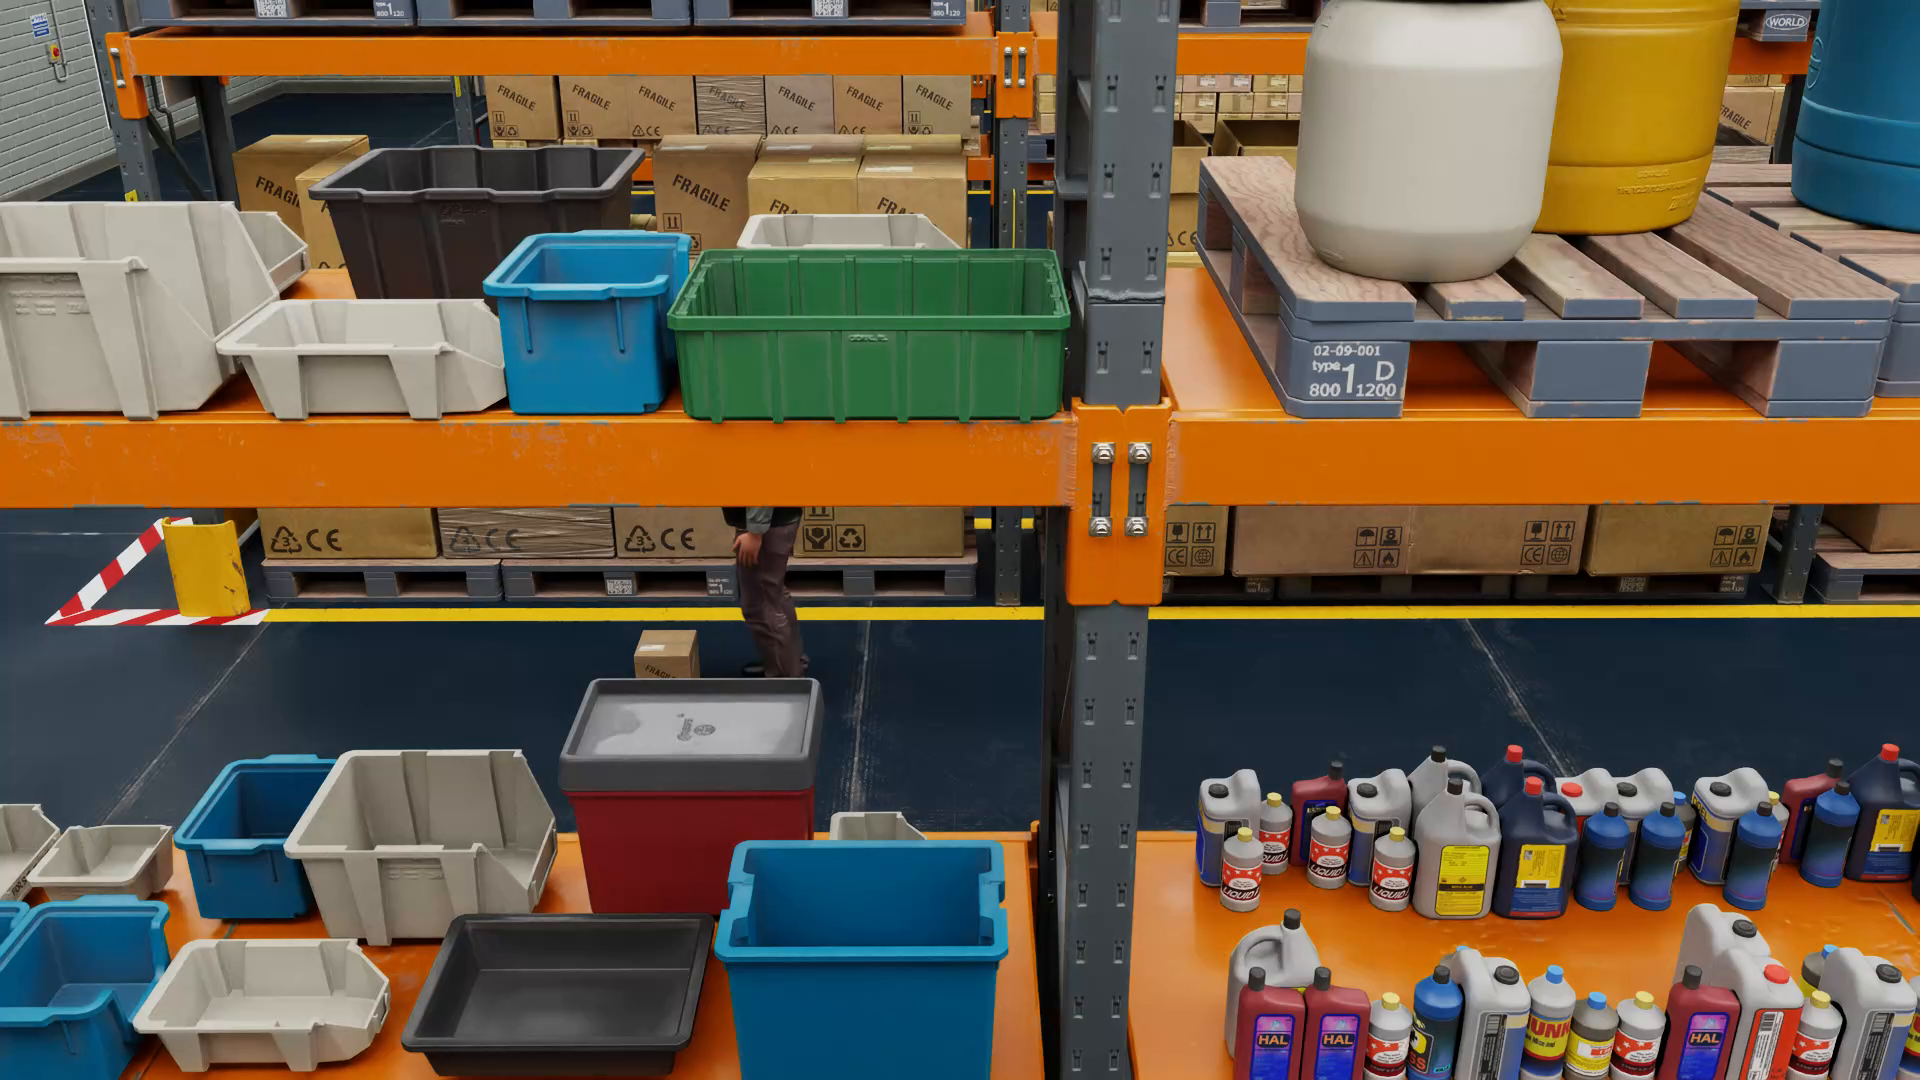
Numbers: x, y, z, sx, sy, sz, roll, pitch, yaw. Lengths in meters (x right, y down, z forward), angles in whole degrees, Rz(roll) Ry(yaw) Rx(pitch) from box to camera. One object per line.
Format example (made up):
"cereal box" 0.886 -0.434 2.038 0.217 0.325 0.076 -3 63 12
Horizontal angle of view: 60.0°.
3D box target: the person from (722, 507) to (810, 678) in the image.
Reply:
"person" -0.860 -0.079 7.325 0.359 1.717 0.533 0 24 1
